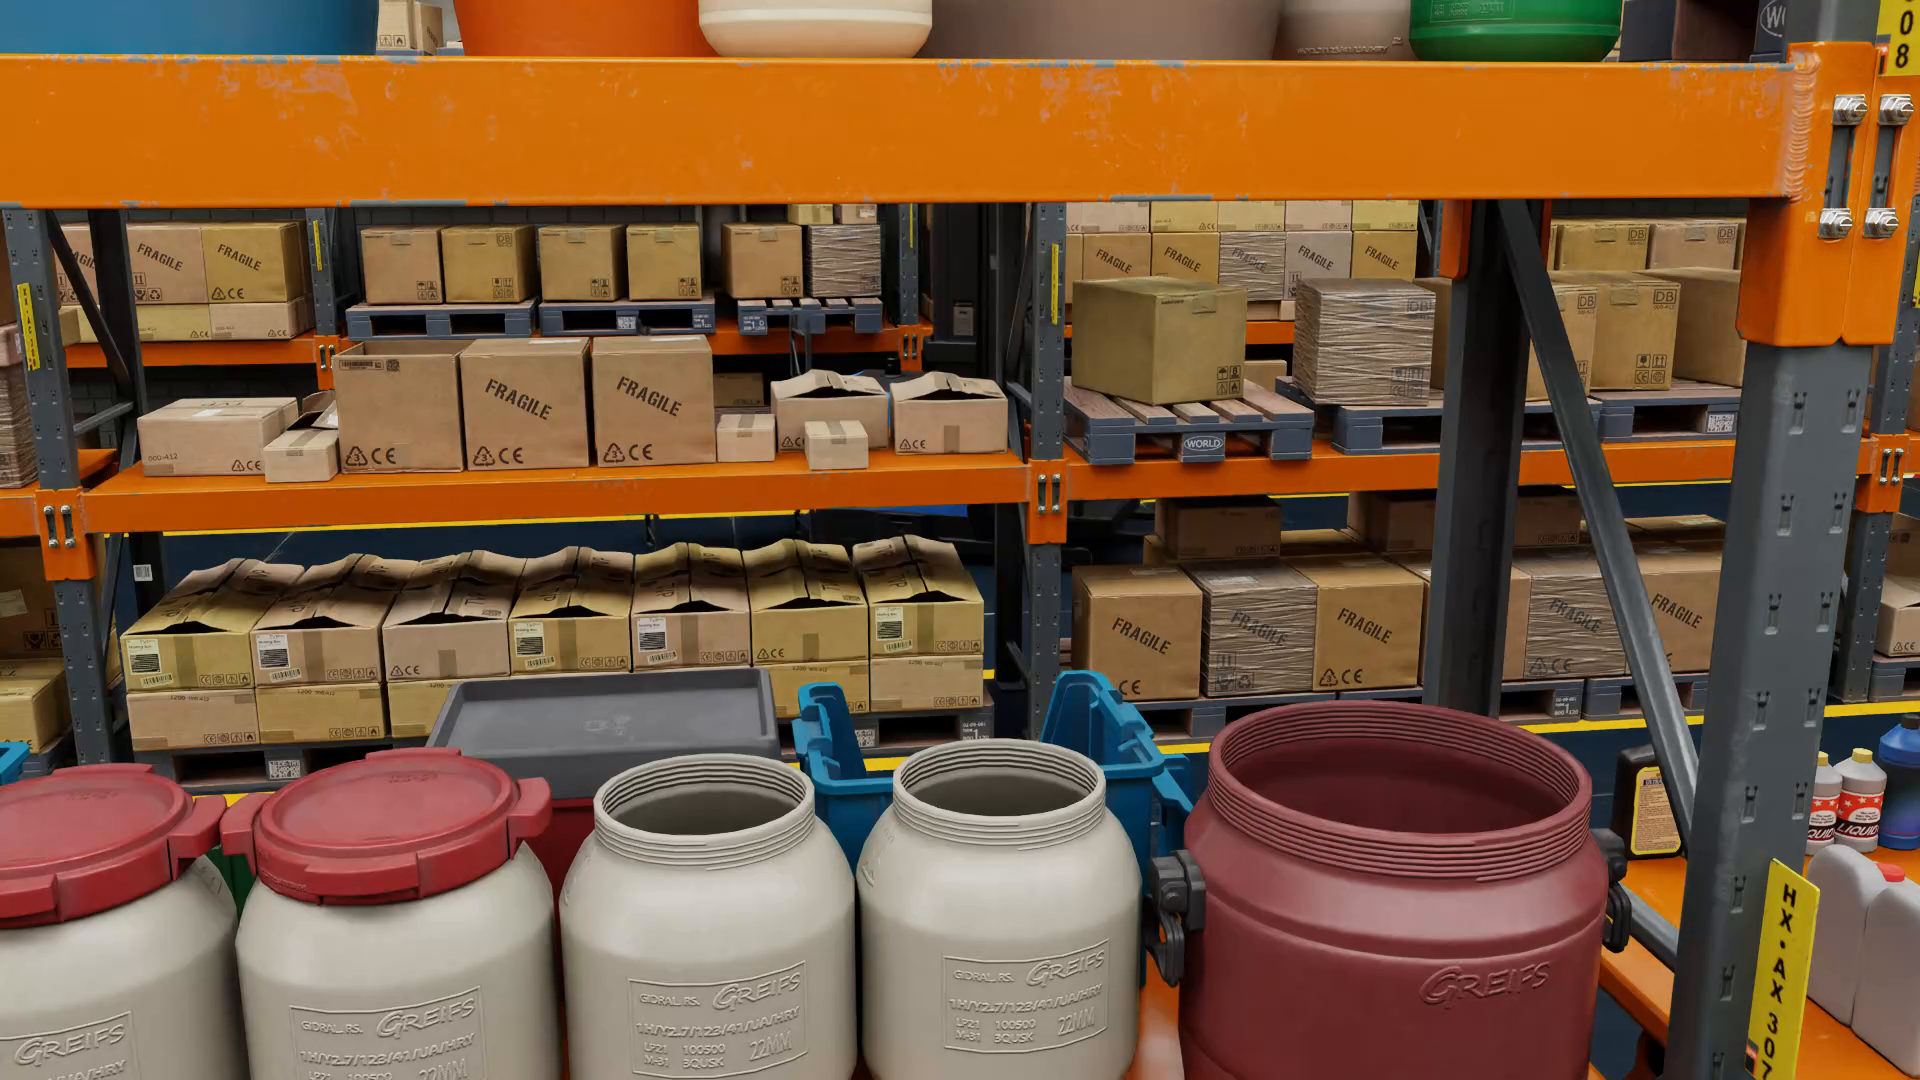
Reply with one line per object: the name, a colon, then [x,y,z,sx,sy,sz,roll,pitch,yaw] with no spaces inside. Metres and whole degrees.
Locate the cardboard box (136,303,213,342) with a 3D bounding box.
cardboard box: [-5.307,-1.513,11.354,0.500,0.250,0.500,-2,14,-8]

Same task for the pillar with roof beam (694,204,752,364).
pillar with roof beam: [-1.207,-3.862,8.123,0.400,9.000,9.100,-2,14,-8]

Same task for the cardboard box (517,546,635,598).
cardboard box: [-1.785,0.229,7.780,0.500,0.311,0.500,-2,14,-9]

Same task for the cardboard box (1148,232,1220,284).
cardboard box: [1.608,-2.041,12.334,0.500,0.500,0.500,-2,14,-7]

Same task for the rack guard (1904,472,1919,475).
rack guard: [7.500,-0.905,13.803,0.348,0.500,1.175,-2,14,-8]

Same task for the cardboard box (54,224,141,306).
cardboard box: [-5.803,-1.856,11.181,0.500,0.500,0.500,-3,14,-10]

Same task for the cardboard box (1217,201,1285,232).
cardboard box: [2.086,-2.425,12.324,0.500,0.250,0.500,-2,14,-7]

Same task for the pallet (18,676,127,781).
pallet: [-4.440,0.881,7.275,1.213,0.211,1.003,-2,14,-8]

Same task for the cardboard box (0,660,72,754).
cardboard box: [-4.074,0.709,7.018,0.500,0.250,0.500,-2,14,-8]

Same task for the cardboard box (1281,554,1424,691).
cardboard box: [1.814,0.379,7.780,0.500,0.500,0.500,-2,14,-9]

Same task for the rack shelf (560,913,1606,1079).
rack shelf: [-0.936,0.978,2.636,4.000,0.370,1.077,-2,14,-8]

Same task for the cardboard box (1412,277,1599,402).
cardboard box: [2.525,-0.954,7.789,0.500,0.500,0.700,-6,15,-23]

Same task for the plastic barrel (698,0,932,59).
plastic barrel: [-0.181,-0.729,2.082,0.301,0.262,0.301,0,14,0]

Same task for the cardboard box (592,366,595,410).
cardboard box: [-2.715,-1.114,12.189,0.500,0.250,0.500,-3,14,-10]

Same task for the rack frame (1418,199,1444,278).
rack frame: [3.521,-1.972,12.918,0.127,3.000,1.000,-2,14,-8]

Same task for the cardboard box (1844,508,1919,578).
cardboard box: [4.784,0.130,8.772,0.500,0.500,0.500,-2,14,-8]

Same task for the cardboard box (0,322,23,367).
cardboard box: [-3.885,-0.792,6.675,0.250,0.149,0.380,-2,14,-8]

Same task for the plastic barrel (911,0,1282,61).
plastic barrel: [0.197,-1.164,2.501,0.600,0.901,0.600,0,14,0]

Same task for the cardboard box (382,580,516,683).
cardboard box: [-2.195,0.377,7.190,0.500,0.311,0.500,-3,14,-10]

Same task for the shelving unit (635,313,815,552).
shelving unit: [-1.532,-0.692,10.897,1.048,1.500,0.538,-5,15,-18]

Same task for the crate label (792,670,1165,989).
crate label: [0.019,0.510,2.949,0.616,0.435,0.502,-2,14,-8]

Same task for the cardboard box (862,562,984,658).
cardboard box: [-0.174,0.301,7.492,0.500,0.311,0.500,-2,14,-7]

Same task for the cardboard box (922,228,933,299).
cardboard box: [-0.006,-2.110,12.610,0.500,0.500,0.500,-2,14,-8]

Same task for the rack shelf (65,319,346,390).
rack shelf: [-6.367,-1.260,11.560,4.000,0.370,1.077,-2,14,-8]

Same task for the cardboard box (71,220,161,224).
cardboard box: [-5.891,-1.981,11.681,0.500,0.500,0.500,-2,14,-7]

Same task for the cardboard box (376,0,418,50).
cardboard box: [-2.494,-2.117,6.775,0.500,0.250,0.500,-4,15,-14]

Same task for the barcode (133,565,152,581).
barcode: [-3.333,0.134,6.782,0.075,0.075,0.001,-2,14,-8]

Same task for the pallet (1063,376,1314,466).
pallet: [0.967,-0.584,7.778,1.003,0.211,1.213,-2,14,-8]

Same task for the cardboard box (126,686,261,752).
cardboard box: [-3.212,0.685,7.115,0.500,0.250,0.500,-2,14,-10]

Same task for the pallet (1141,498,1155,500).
pallet: [1.561,-0.528,12.894,1.213,0.211,1.003,-2,14,-8]

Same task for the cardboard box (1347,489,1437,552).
cardboard box: [2.264,-0.132,8.273,0.500,0.250,0.500,-2,14,-9]

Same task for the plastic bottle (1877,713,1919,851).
plastic bottle: [1.916,0.486,3.381,0.097,0.271,0.097,0,14,0]

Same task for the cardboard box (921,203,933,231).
cardboard box: [-0.024,-2.472,12.512,0.500,0.250,0.500,-2,14,-7]

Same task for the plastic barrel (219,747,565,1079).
plastic barrel: [-0.781,0.611,2.339,0.433,0.535,0.433,0,14,0]

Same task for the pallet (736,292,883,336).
pallet: [-1.123,-1.682,12.158,1.003,0.211,1.213,-2,14,-8]

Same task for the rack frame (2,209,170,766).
rack frame: [-3.648,-0.490,7.011,0.127,3.000,1.000,-2,14,-8]

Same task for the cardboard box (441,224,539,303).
cardboard box: [-3.327,-1.972,11.811,0.500,0.500,0.700,-1,14,-3]

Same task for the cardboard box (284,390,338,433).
cardboard box: [-2.806,-0.501,7.330,0.258,0.266,0.396,-2,14,-10]

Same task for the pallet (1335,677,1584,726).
pallet: [2.255,0.656,8.173,1.213,0.211,1.003,-2,14,-8]

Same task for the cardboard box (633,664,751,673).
cardboard box: [-1.183,0.609,7.415,0.500,0.250,0.500,-2,14,-7]

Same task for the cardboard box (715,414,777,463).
cardboard box: [-0.945,-0.454,7.381,0.250,0.149,0.380,-1,14,-4]

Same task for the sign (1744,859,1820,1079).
sign: [1.131,0.609,2.291,0.005,0.325,0.100,-2,14,-8]

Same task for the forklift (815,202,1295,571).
forklift: [0.626,-1.356,10.605,3.031,2.935,1.130,4,15,16]

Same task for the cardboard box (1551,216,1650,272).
cardboard box: [4.783,-2.158,13.044,0.700,0.700,0.980,-2,14,-10]

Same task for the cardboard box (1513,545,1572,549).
cardboard box: [2.727,0.216,8.429,0.500,0.500,0.500,-2,14,-8]

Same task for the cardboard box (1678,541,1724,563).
cardboard box: [3.818,0.306,8.071,0.500,0.500,0.500,-2,14,-9]

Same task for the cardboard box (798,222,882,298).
cardboard box: [-0.897,-2.069,12.196,0.500,0.500,0.700,-4,15,-15]

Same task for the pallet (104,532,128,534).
pallet: [-6.257,-0.251,11.790,1.213,0.211,1.003,-2,14,-8]

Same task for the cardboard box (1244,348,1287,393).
cardboard box: [2.019,-1.045,12.778,0.750,0.750,0.750,-2,14,-7]

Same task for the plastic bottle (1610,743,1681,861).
plastic bottle: [1.378,0.496,3.319,0.133,0.283,0.061,-2,14,-8]

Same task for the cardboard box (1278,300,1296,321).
cardboard box: [2.468,-1.742,12.478,0.250,0.149,0.380,-2,14,-8]
